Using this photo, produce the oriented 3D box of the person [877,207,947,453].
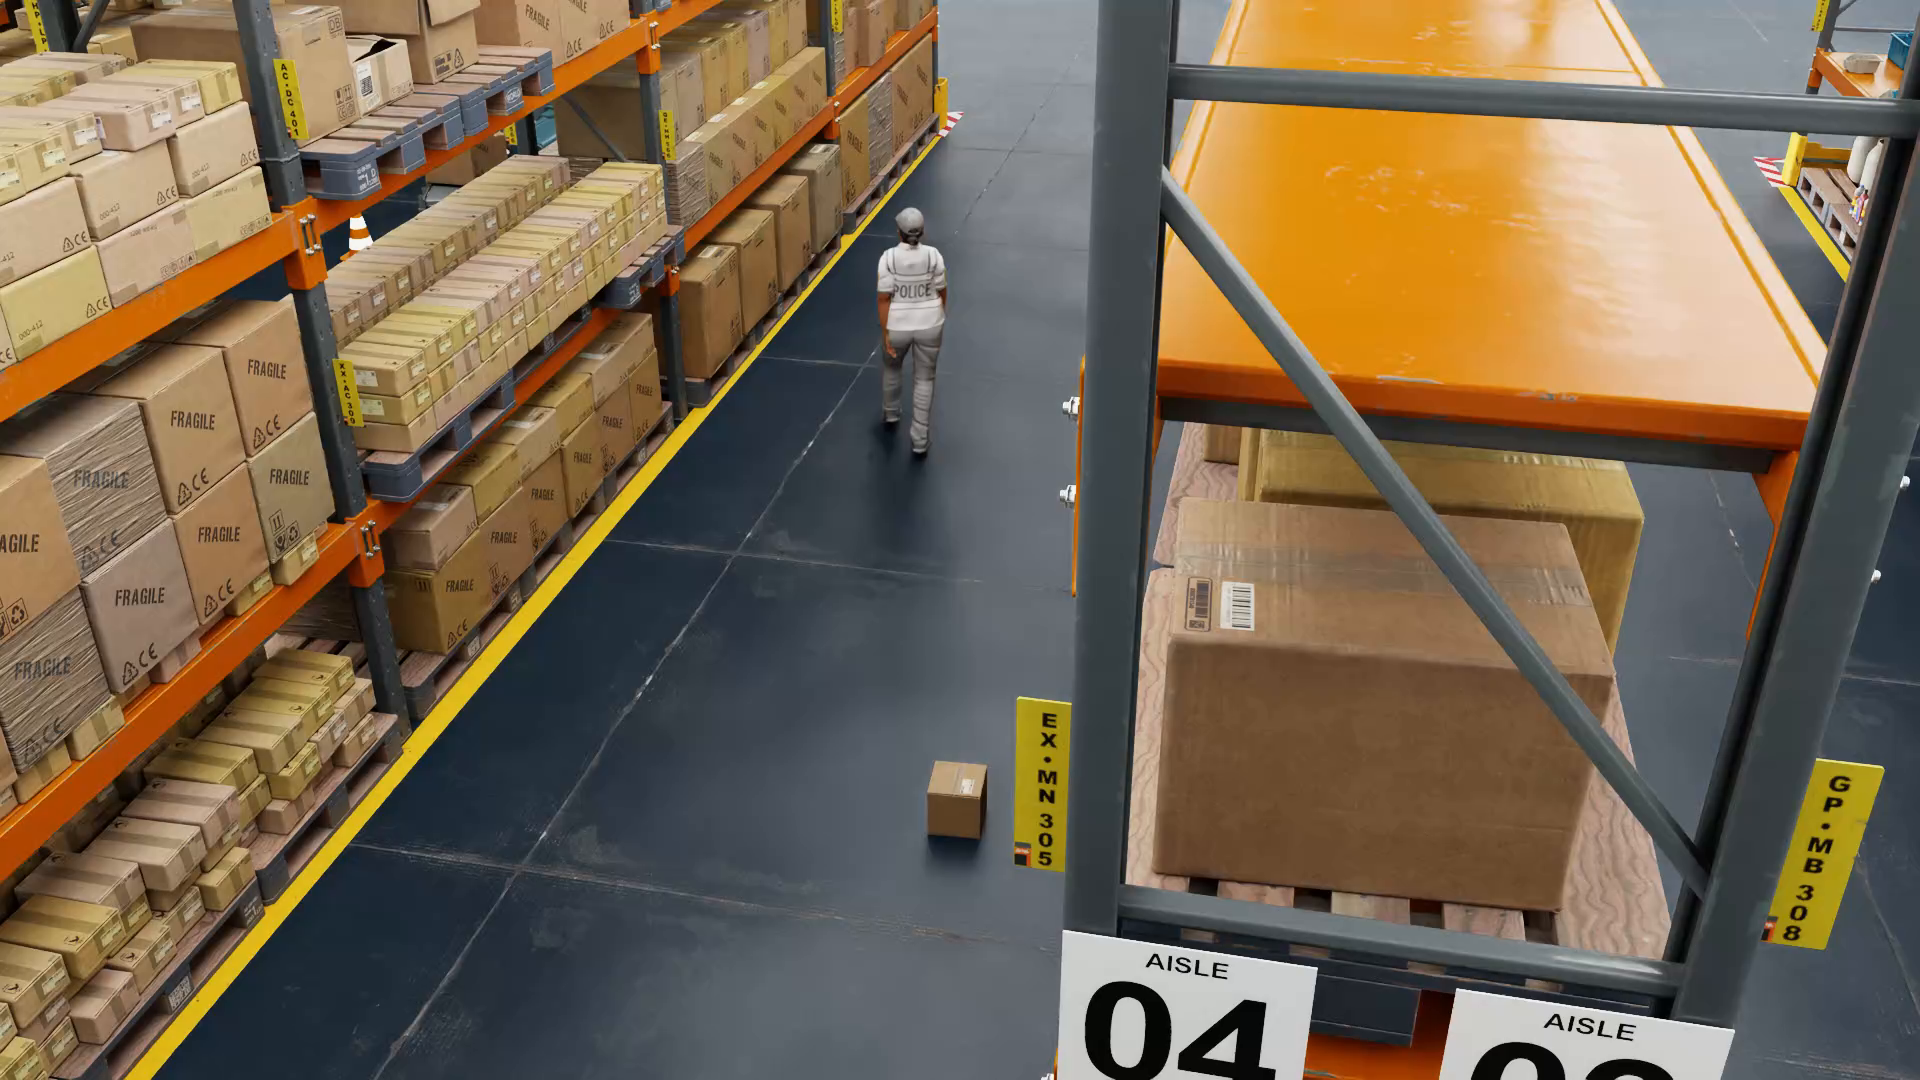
[{"bbox_3d":[-0.321,-1.426,11.220,0.472,1.705,0.757,-2,29,-3],"label":"person"}]
